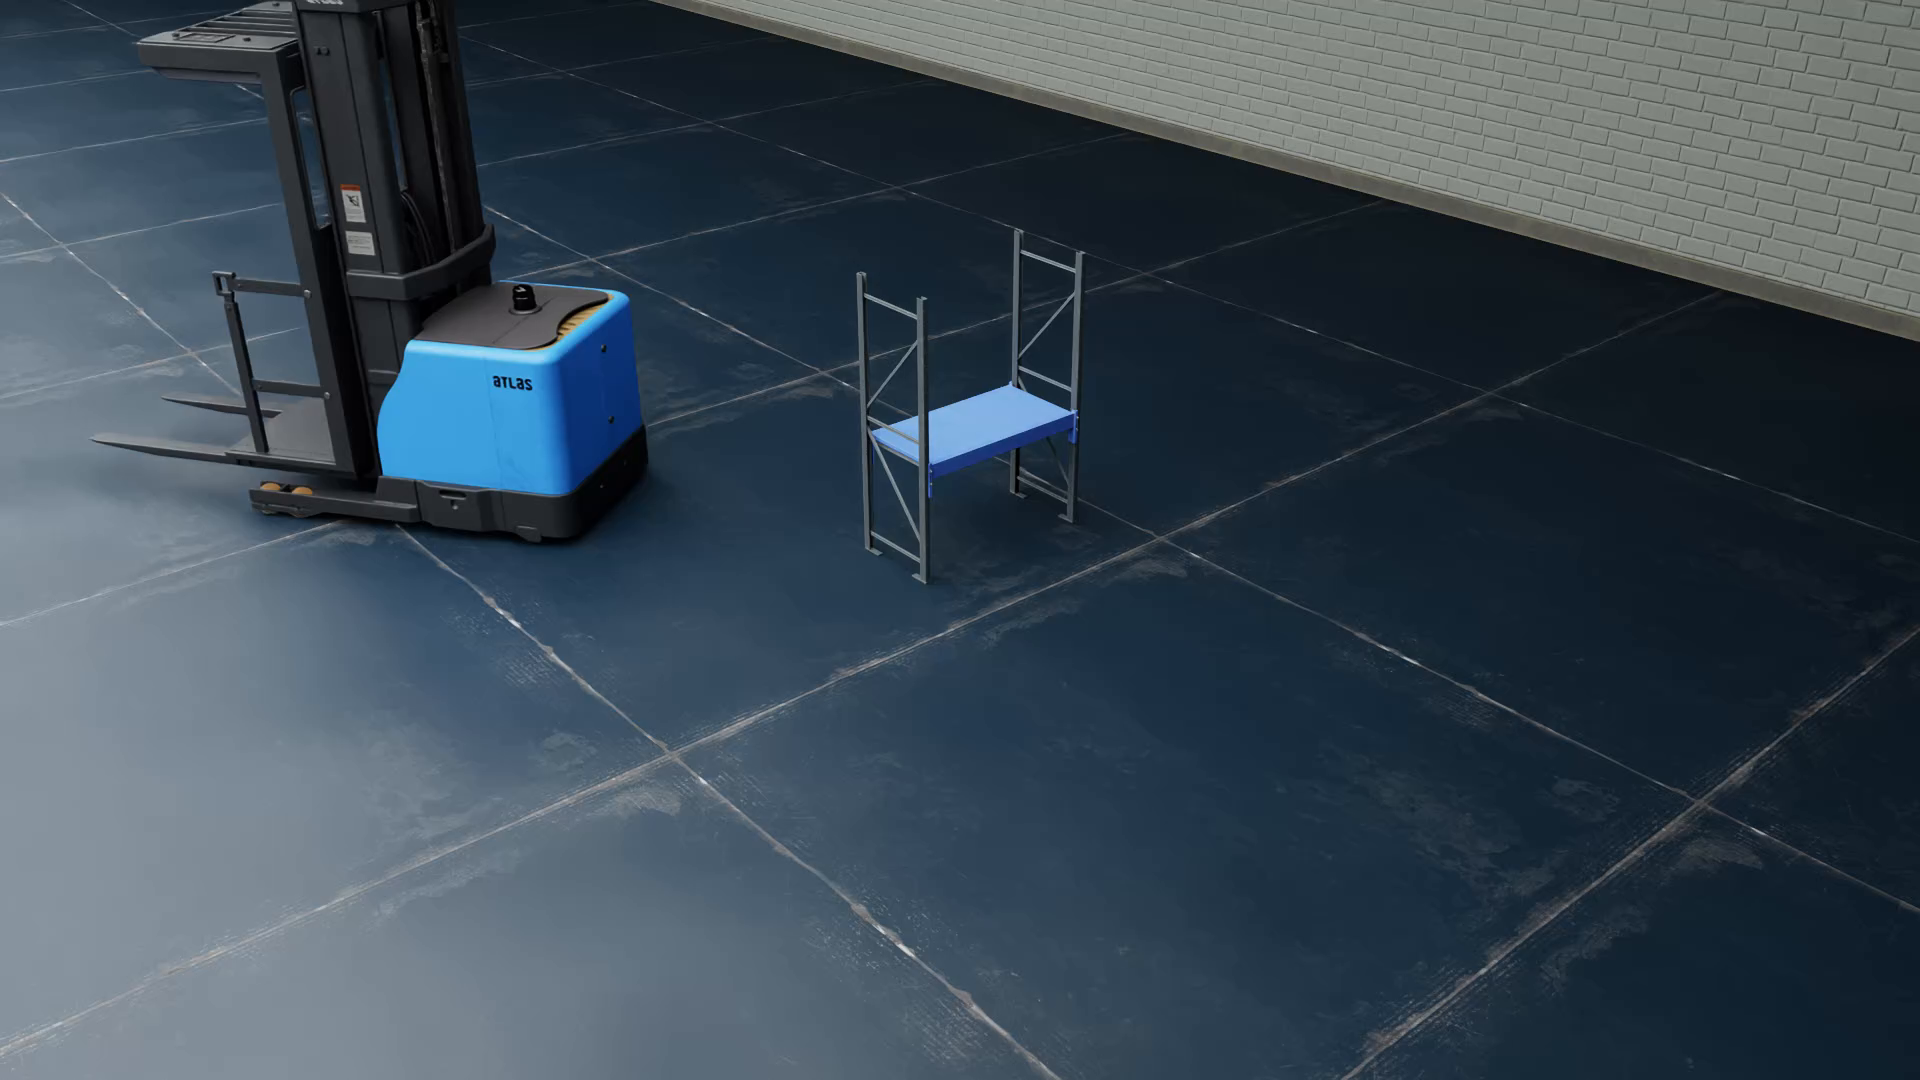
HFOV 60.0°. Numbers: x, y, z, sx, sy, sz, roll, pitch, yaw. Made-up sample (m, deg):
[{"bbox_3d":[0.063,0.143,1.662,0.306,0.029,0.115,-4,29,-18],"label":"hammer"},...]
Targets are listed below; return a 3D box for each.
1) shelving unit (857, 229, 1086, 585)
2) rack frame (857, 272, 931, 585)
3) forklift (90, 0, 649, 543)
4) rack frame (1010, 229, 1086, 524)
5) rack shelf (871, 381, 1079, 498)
[{"bbox_3d":[0.065,-0.688,8.445,1.048,1.500,0.538,-22,35,-35],"label":"shelving unit"},{"bbox_3d":[-0.322,-0.532,8.154,0.032,1.500,0.500,-22,35,-35],"label":"rack frame"},{"bbox_3d":[-3.341,-1.642,8.713,3.031,2.935,1.130,7,29,12],"label":"forklift"},{"bbox_3d":[0.452,-0.843,8.736,0.032,1.500,0.500,-22,35,-35],"label":"rack frame"},{"bbox_3d":[0.065,-0.529,8.530,1.000,0.185,0.538,-22,35,-35],"label":"rack shelf"}]
